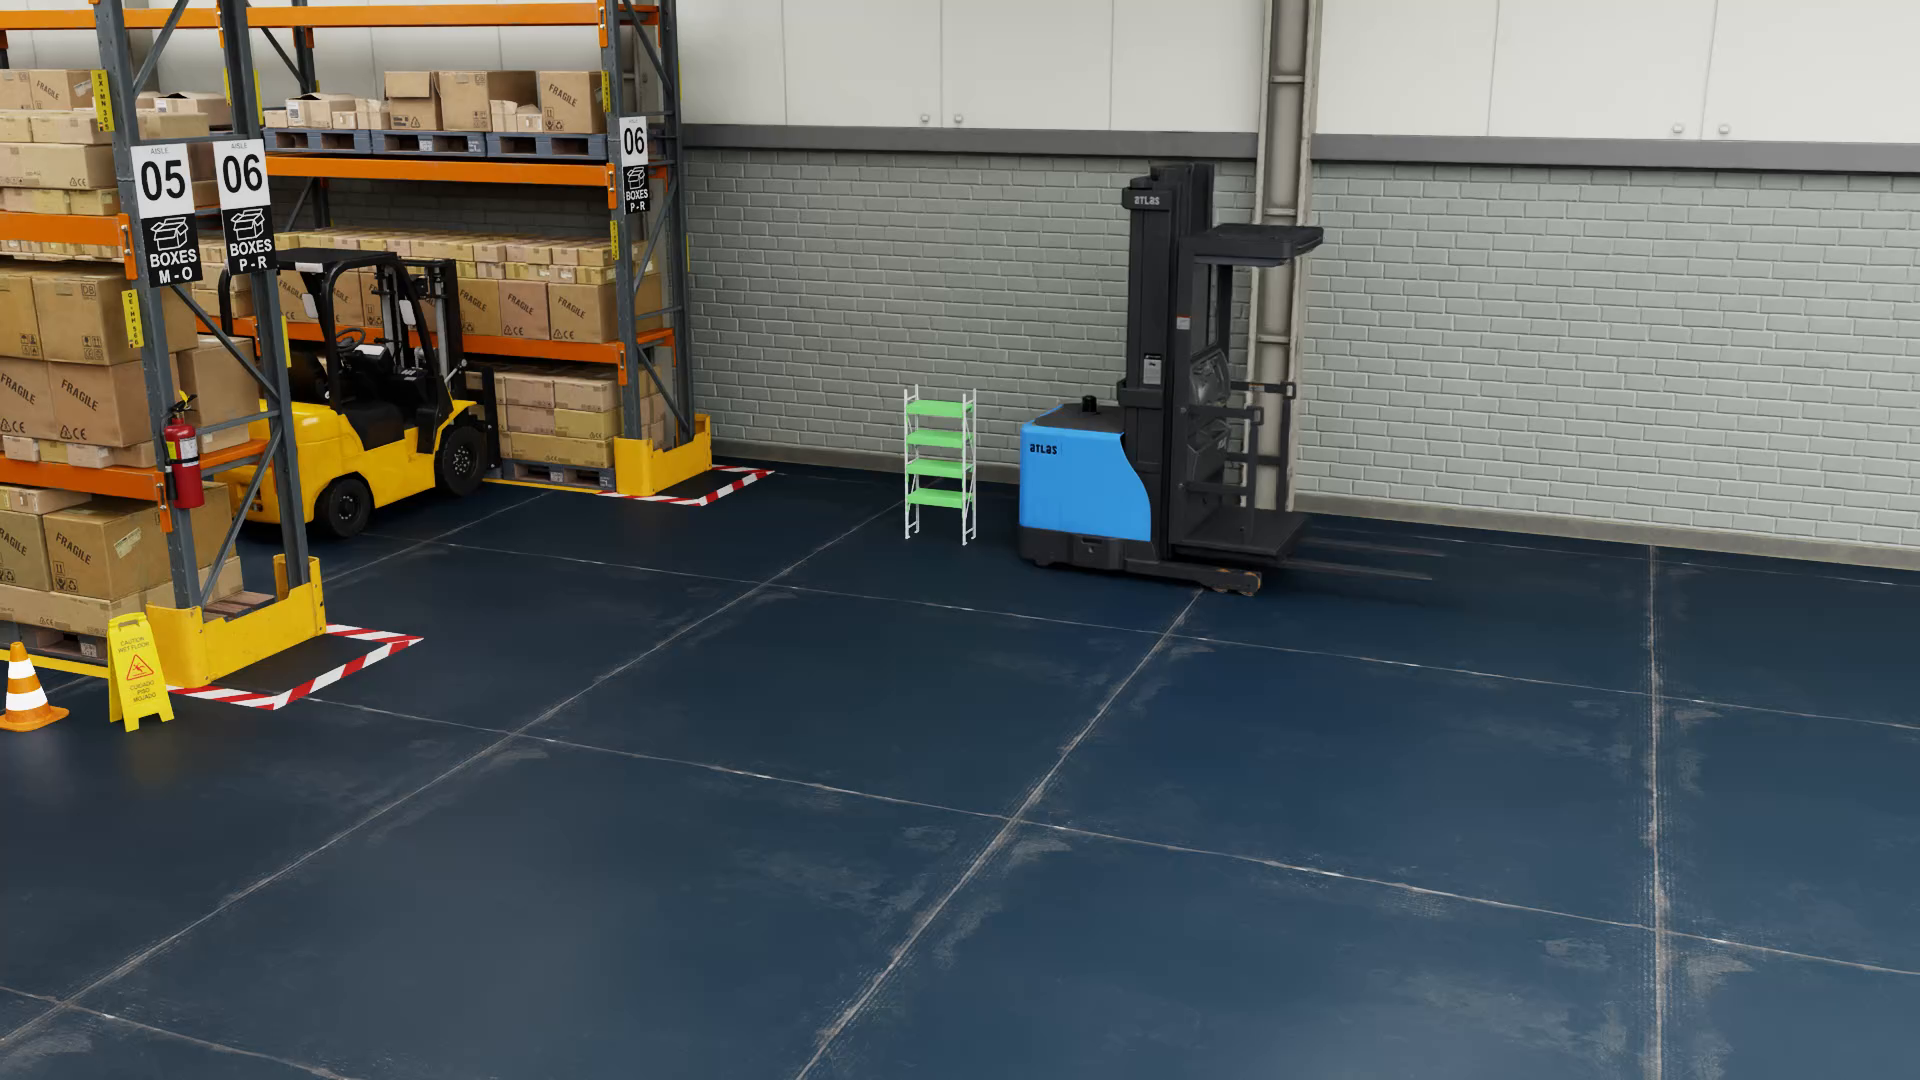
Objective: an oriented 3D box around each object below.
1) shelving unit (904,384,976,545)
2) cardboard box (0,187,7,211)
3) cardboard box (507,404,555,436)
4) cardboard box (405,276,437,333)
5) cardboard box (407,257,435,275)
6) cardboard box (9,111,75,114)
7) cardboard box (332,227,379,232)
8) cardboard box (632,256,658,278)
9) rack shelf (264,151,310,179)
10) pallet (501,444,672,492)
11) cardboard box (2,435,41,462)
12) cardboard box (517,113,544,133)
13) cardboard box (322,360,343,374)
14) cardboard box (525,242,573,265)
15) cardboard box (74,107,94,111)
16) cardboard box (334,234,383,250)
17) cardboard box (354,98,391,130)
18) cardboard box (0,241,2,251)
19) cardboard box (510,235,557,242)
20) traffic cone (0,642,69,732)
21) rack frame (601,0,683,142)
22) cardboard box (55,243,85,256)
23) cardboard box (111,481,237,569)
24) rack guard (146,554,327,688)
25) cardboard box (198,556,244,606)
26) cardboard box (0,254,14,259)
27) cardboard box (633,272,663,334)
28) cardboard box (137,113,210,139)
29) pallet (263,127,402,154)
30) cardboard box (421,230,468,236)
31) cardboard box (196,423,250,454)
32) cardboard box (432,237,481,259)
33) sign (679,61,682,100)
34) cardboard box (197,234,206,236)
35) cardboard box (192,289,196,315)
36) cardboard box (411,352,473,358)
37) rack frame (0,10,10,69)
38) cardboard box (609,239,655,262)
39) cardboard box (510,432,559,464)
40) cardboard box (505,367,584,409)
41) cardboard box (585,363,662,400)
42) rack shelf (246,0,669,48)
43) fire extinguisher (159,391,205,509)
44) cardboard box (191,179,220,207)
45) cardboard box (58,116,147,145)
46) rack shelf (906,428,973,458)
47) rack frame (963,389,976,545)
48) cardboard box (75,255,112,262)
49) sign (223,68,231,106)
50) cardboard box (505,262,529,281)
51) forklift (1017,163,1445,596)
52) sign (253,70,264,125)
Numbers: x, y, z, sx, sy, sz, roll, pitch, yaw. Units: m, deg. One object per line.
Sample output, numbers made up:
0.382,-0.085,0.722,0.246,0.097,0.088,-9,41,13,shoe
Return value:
-0.154,-0.593,13.065,0.503,1.200,0.258,6,17,21,shelving unit
-5.625,-2.077,10.018,0.250,0.149,0.380,6,17,21,cardboard box
-3.714,-1.129,14.963,0.500,0.250,0.500,6,17,20,cardboard box
-4.666,-2.171,15.093,0.500,0.500,0.500,6,17,21,cardboard box
-4.774,-2.489,15.025,0.250,0.149,0.380,6,17,19,cardboard box
-5.679,-2.598,10.381,0.250,0.149,0.380,6,17,20,cardboard box
-5.779,-2.905,15.925,0.250,0.149,0.380,6,17,19,cardboard box
-2.904,-2.446,14.876,0.250,0.149,0.380,6,17,19,cardboard box
-8.265,-3.693,16.426,4.000,0.370,1.077,6,17,21,rack shelf
-3.411,-0.713,15.250,1.213,0.211,1.003,6,17,21,pallet
-5.686,-0.606,10.333,0.250,0.149,0.380,7,17,22,cardboard box
-3.566,-3.560,14.194,0.250,0.149,0.380,6,17,19,cardboard box
-5.598,-1.569,15.584,0.500,0.250,0.500,6,17,21,cardboard box
-3.588,-2.506,14.549,0.250,0.149,0.380,7,17,22,cardboard box
-8.257,-4.076,15.971,0.250,0.149,0.380,6,17,20,cardboard box
-5.498,-2.707,15.240,0.250,0.149,0.380,7,17,22,cardboard box
-5.136,-3.789,14.773,0.258,0.266,0.396,6,17,19,cardboard box
-9.689,-3.027,16.876,0.250,0.149,0.380,7,17,22,cardboard box
-3.879,-2.685,15.167,0.250,0.149,0.380,7,18,22,cardboard box
-5.375,0.812,9.546,0.334,0.463,0.336,6,17,21,traffic cone
-2.684,-4.866,13.793,0.127,3.000,1.000,6,17,21,rack frame
-8.733,-2.924,16.523,0.250,0.149,0.380,7,17,22,cardboard box
-5.173,-0.095,10.953,0.500,0.500,0.500,6,17,19,cardboard box
-4.572,0.496,10.569,0.348,0.500,1.175,6,17,21,rack guard
-5.150,0.268,11.050,0.500,0.250,0.500,6,17,20,cardboard box
-6.450,-1.530,10.557,0.500,0.500,0.700,6,17,20,cardboard box
-3.043,-2.155,15.038,0.500,0.500,0.500,7,18,22,cardboard box
-4.757,-2.489,10.007,0.250,0.149,0.380,6,17,20,cardboard box
-5.602,-3.711,15.356,1.213,0.211,1.003,6,17,21,pallet
-4.817,-2.802,15.570,0.250,0.149,0.380,6,17,20,cardboard box
-4.742,-0.665,10.533,0.250,0.149,0.380,6,17,21,cardboard box
-4.523,-2.624,14.957,0.250,0.149,0.380,7,17,21,cardboard box
-2.475,-4.026,14.572,0.005,0.325,0.100,6,17,21,sign
-7.820,-2.989,16.746,0.250,0.149,0.380,6,17,20,cardboard box
-7.439,-2.355,16.176,0.500,0.250,0.500,6,17,20,cardboard box
-4.934,-1.652,15.868,0.500,0.250,0.500,6,17,21,cardboard box
-10.126,-5.684,16.612,0.127,3.000,1.000,6,17,21,rack frame
-2.918,-2.577,14.793,0.250,0.149,0.380,6,17,20,cardboard box
-3.696,-0.885,15.021,0.500,0.250,0.500,6,17,21,cardboard box
-3.704,-1.363,14.873,0.500,0.250,0.500,7,17,22,cardboard box
-3.061,-1.444,15.153,0.500,0.250,0.500,6,17,20,cardboard box
-4.544,-4.533,14.654,4.000,0.370,1.077,6,17,21,rack shelf
-4.564,-0.528,9.752,0.183,0.674,0.296,6,17,21,fire extinguisher
-4.691,-2.135,10.218,0.250,0.149,0.380,6,17,21,cardboard box
-4.925,-2.358,9.555,0.250,0.149,0.380,6,17,21,cardboard box
-0.154,-0.762,13.016,0.480,0.148,0.258,6,17,21,rack shelf
0.073,-0.568,12.979,0.015,1.200,0.240,6,17,21,rack frame
-8.373,-2.707,16.490,0.500,0.250,0.500,7,17,21,cardboard box
-6.595,-4.092,15.017,0.005,0.325,0.100,6,17,21,sign
-3.803,-2.396,14.704,0.250,0.149,0.380,6,17,20,cardboard box
1.993,-1.178,11.976,3.031,2.935,1.130,7,18,23,forklift
-4.303,-2.698,10.138,0.005,0.325,0.100,6,17,21,sign
